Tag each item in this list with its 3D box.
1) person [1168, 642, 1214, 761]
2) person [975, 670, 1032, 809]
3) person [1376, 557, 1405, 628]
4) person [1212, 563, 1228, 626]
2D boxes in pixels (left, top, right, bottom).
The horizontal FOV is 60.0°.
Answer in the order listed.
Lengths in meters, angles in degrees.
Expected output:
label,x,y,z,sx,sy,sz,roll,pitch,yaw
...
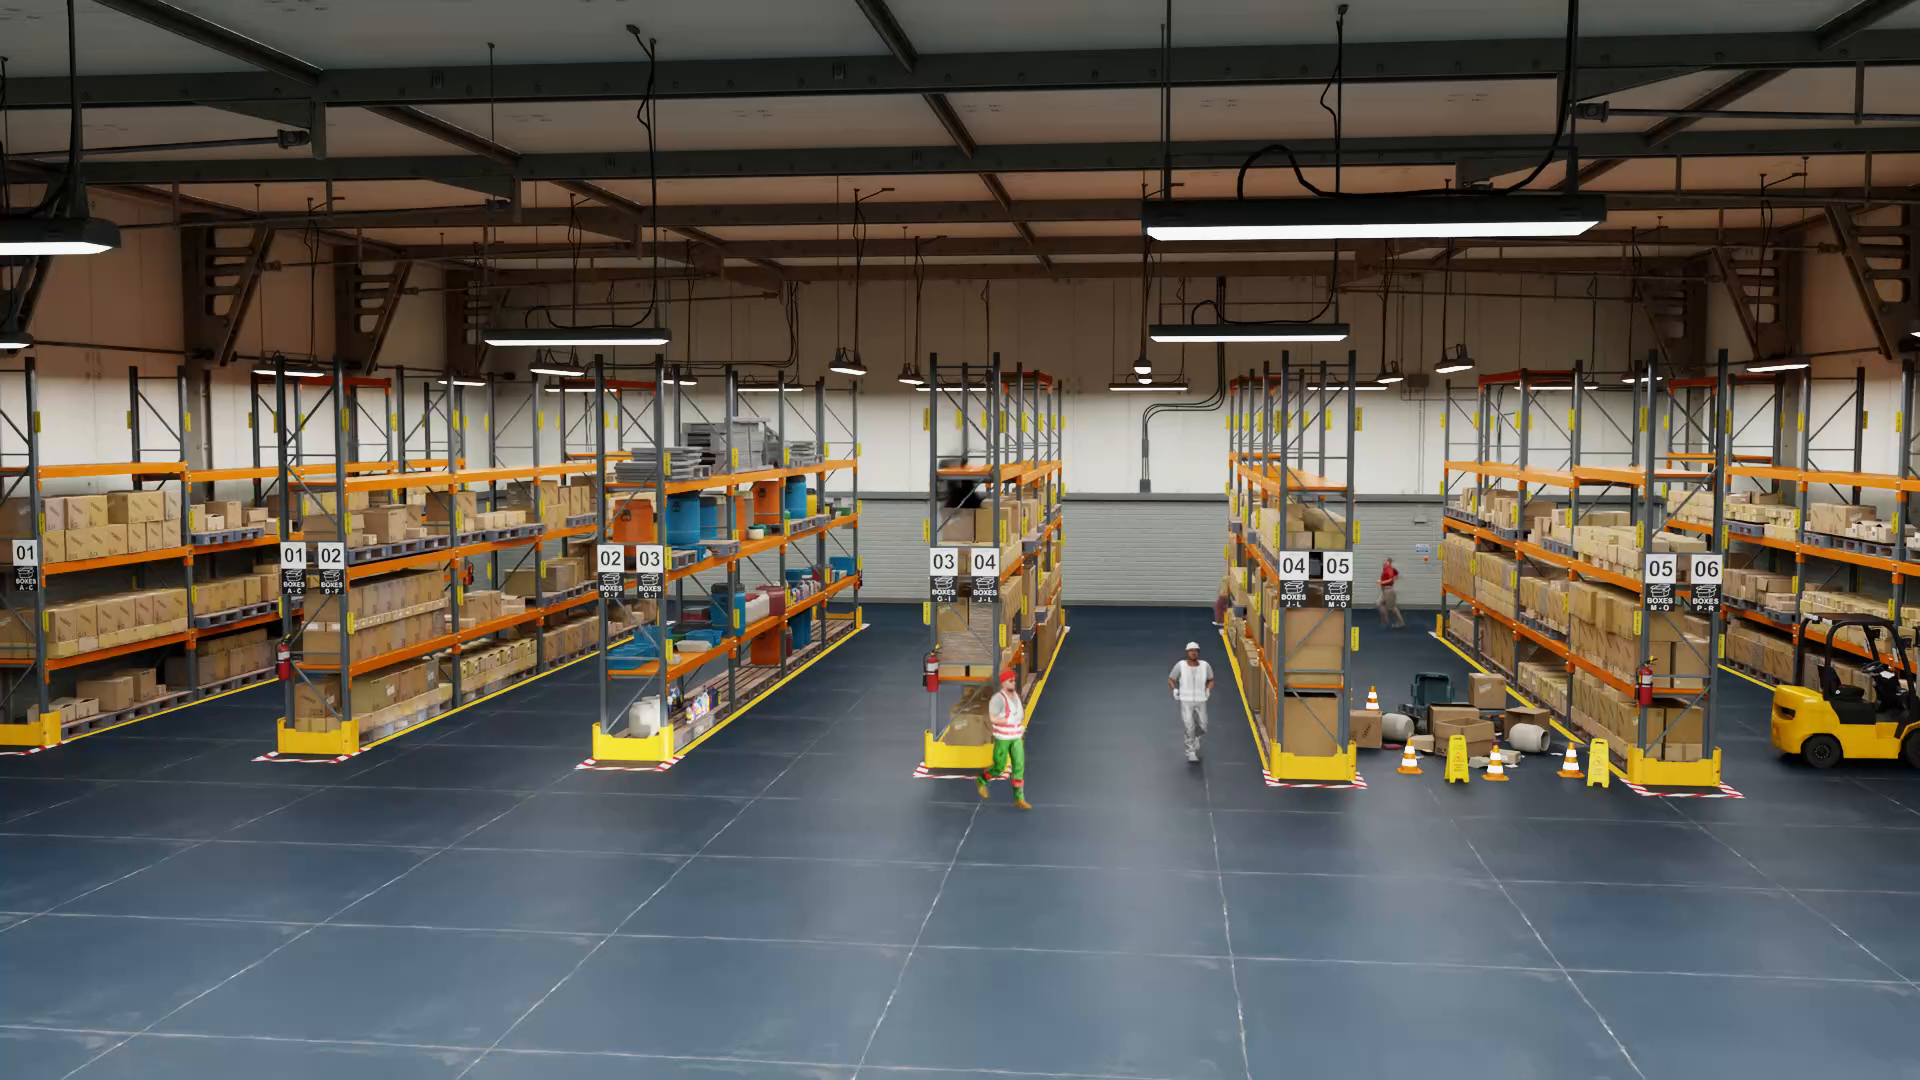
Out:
label,x,y,z,sx,sy,sz,roll,pitch,yaw
person,3.442,2.384,24.702,0.689,1.739,0.730,0,4,-2
person,0.585,2.560,21.580,0.659,1.769,0.966,-4,6,-43
person,10.410,1.317,40.251,0.691,1.797,0.676,1,4,11
person,6.447,1.326,40.653,0.637,1.583,0.639,1,4,20
